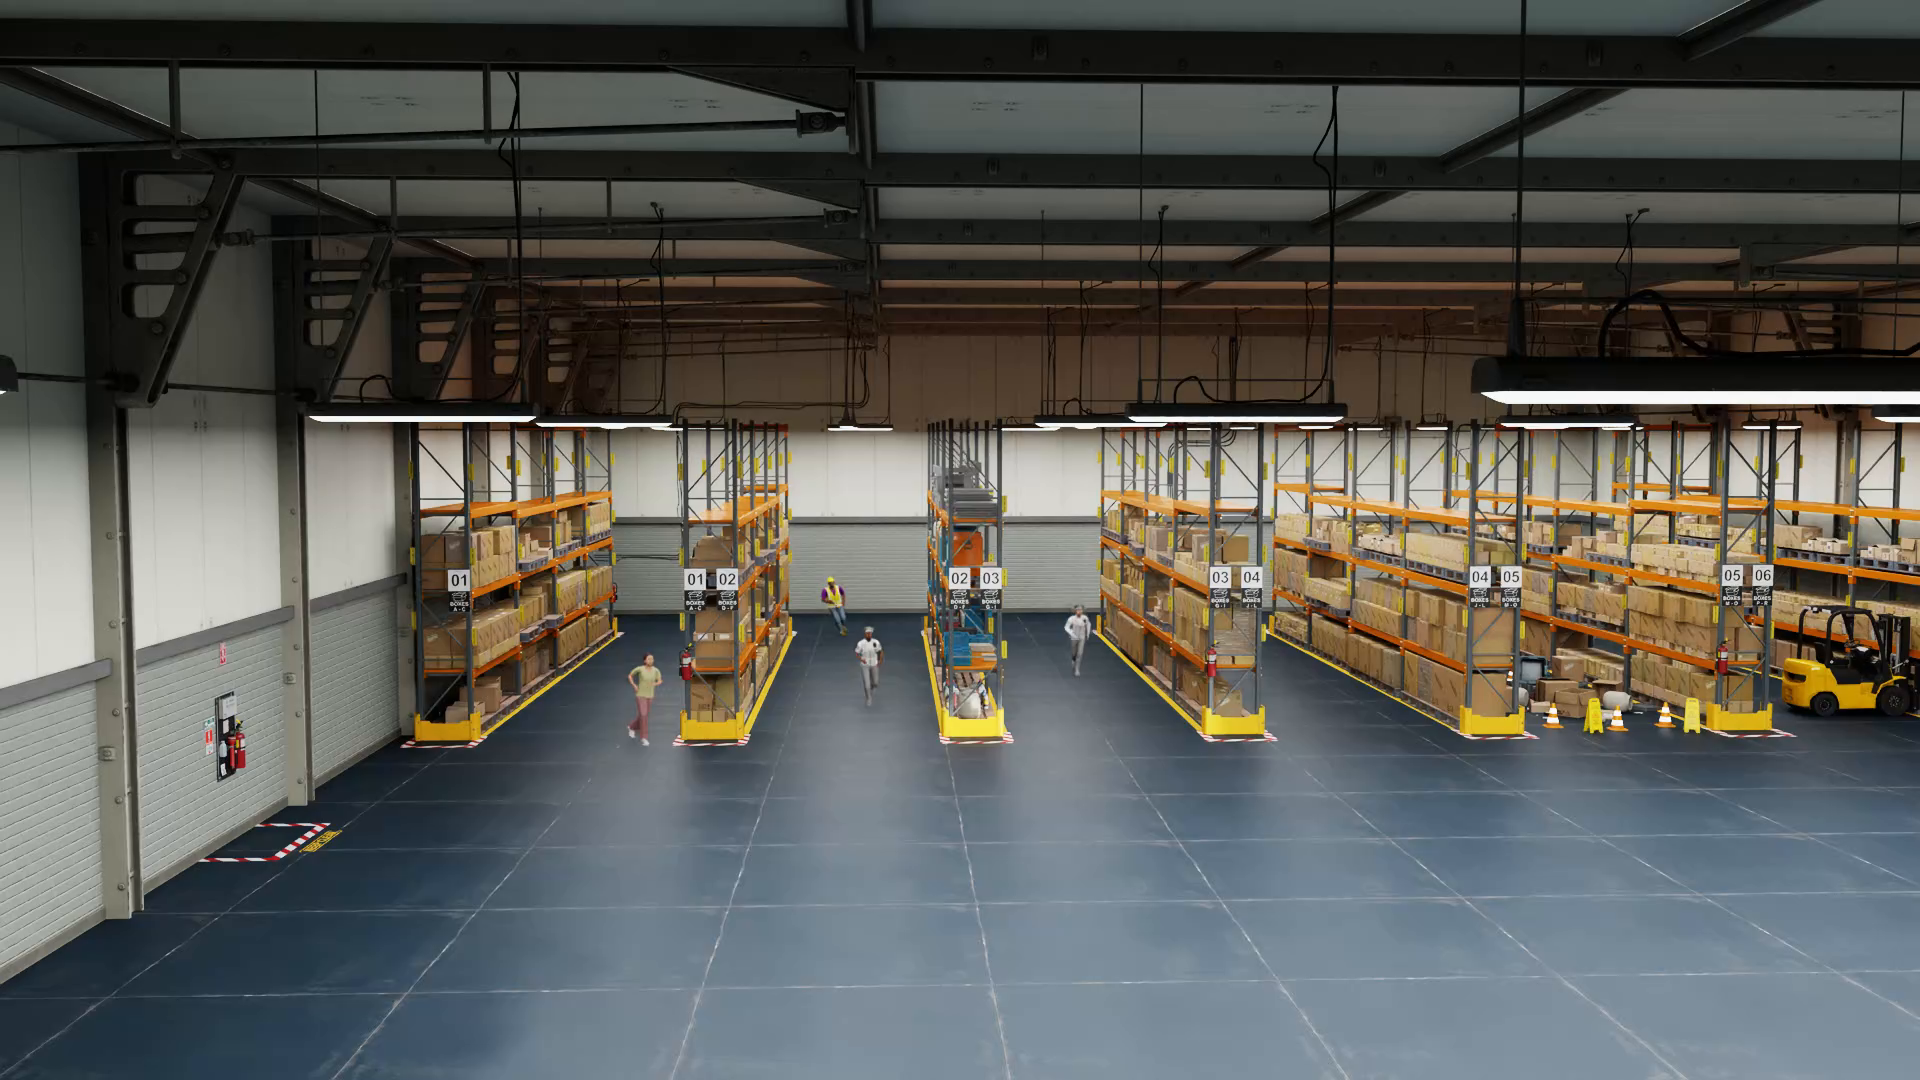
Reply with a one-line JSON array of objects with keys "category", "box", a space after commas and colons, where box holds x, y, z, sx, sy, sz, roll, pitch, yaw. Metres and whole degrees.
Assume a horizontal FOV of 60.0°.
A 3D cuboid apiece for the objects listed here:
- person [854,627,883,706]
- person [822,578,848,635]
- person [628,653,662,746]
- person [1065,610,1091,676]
[{"category": "person", "box": [-1.910, 2.653, 35.087, 0.630, 1.666, 0.539, -1, 4, -13]}, {"category": "person", "box": [-3.524, 1.880, 46.942, 0.778, 1.669, 0.512, -1, 4, -17]}, {"category": "person", "box": [-5.838, 2.932, 30.932, 0.596, 1.687, 0.890, -3, 4, -36]}, {"category": "person", "box": [2.811, 2.386, 39.644, 0.640, 1.631, 0.894, 0, 4, -5]}]
